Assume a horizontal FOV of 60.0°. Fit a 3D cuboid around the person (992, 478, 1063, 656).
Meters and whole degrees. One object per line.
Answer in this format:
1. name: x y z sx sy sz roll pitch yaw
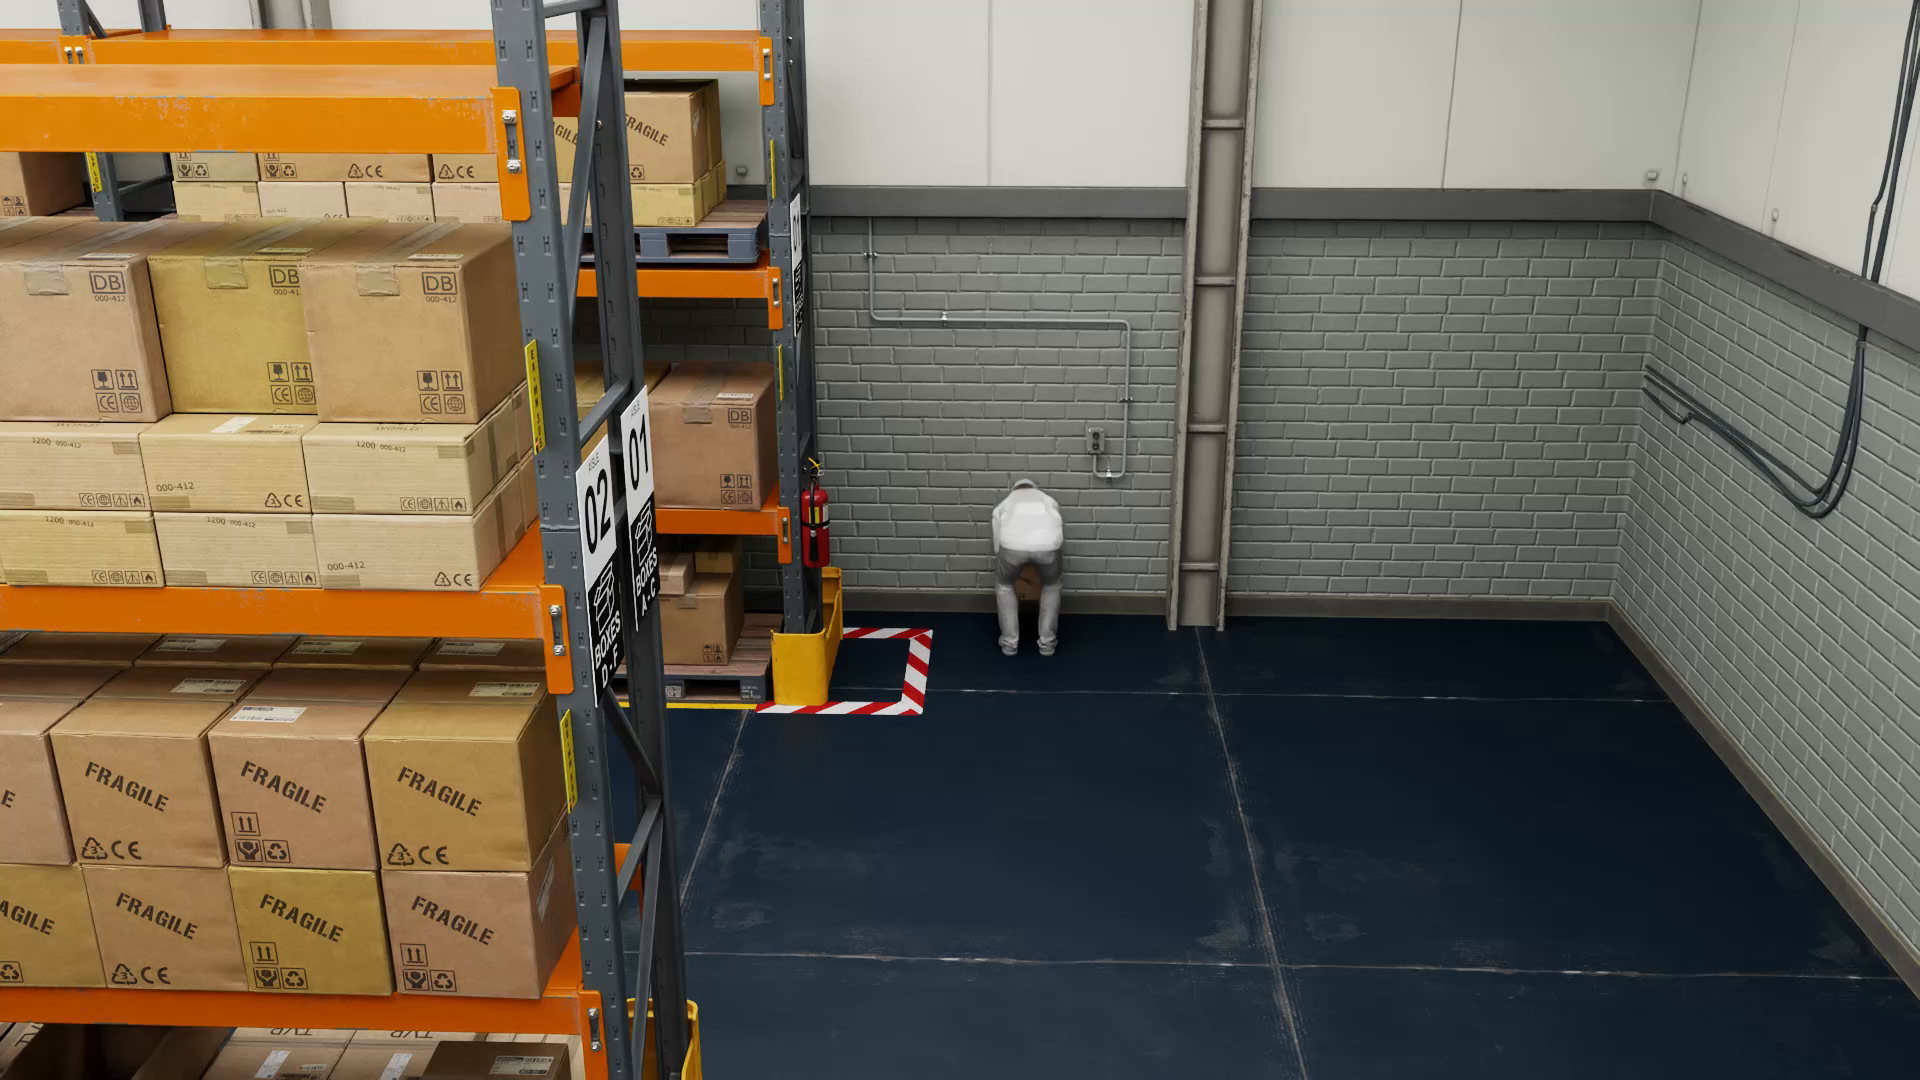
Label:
1. person: 0.464 0.171 11.563 0.488 1.076 0.982 0 21 0
